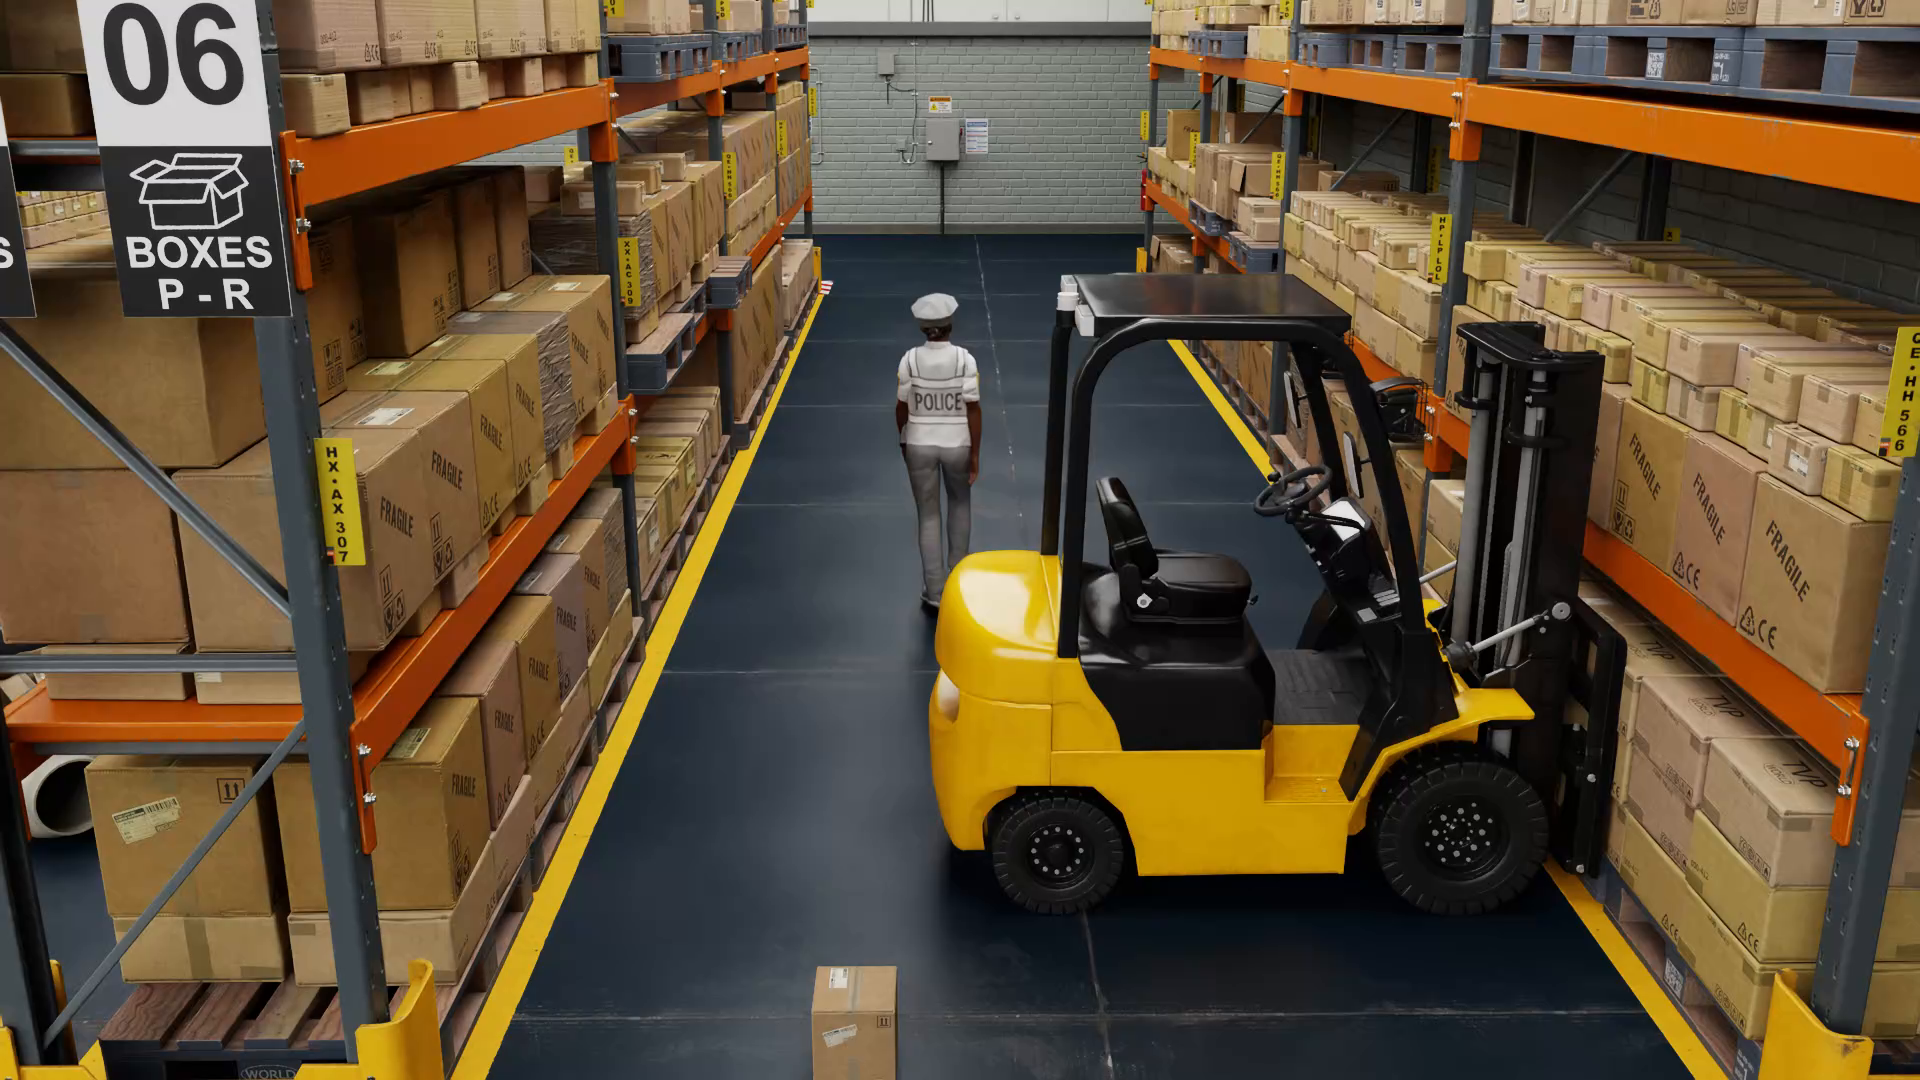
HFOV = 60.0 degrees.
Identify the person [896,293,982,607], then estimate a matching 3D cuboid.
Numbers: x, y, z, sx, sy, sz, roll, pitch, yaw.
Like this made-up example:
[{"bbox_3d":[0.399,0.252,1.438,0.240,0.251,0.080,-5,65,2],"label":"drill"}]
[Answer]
[{"bbox_3d":[-0.120,-0.479,9.090,0.458,1.733,0.702,-1,17,-4],"label":"person"}]
